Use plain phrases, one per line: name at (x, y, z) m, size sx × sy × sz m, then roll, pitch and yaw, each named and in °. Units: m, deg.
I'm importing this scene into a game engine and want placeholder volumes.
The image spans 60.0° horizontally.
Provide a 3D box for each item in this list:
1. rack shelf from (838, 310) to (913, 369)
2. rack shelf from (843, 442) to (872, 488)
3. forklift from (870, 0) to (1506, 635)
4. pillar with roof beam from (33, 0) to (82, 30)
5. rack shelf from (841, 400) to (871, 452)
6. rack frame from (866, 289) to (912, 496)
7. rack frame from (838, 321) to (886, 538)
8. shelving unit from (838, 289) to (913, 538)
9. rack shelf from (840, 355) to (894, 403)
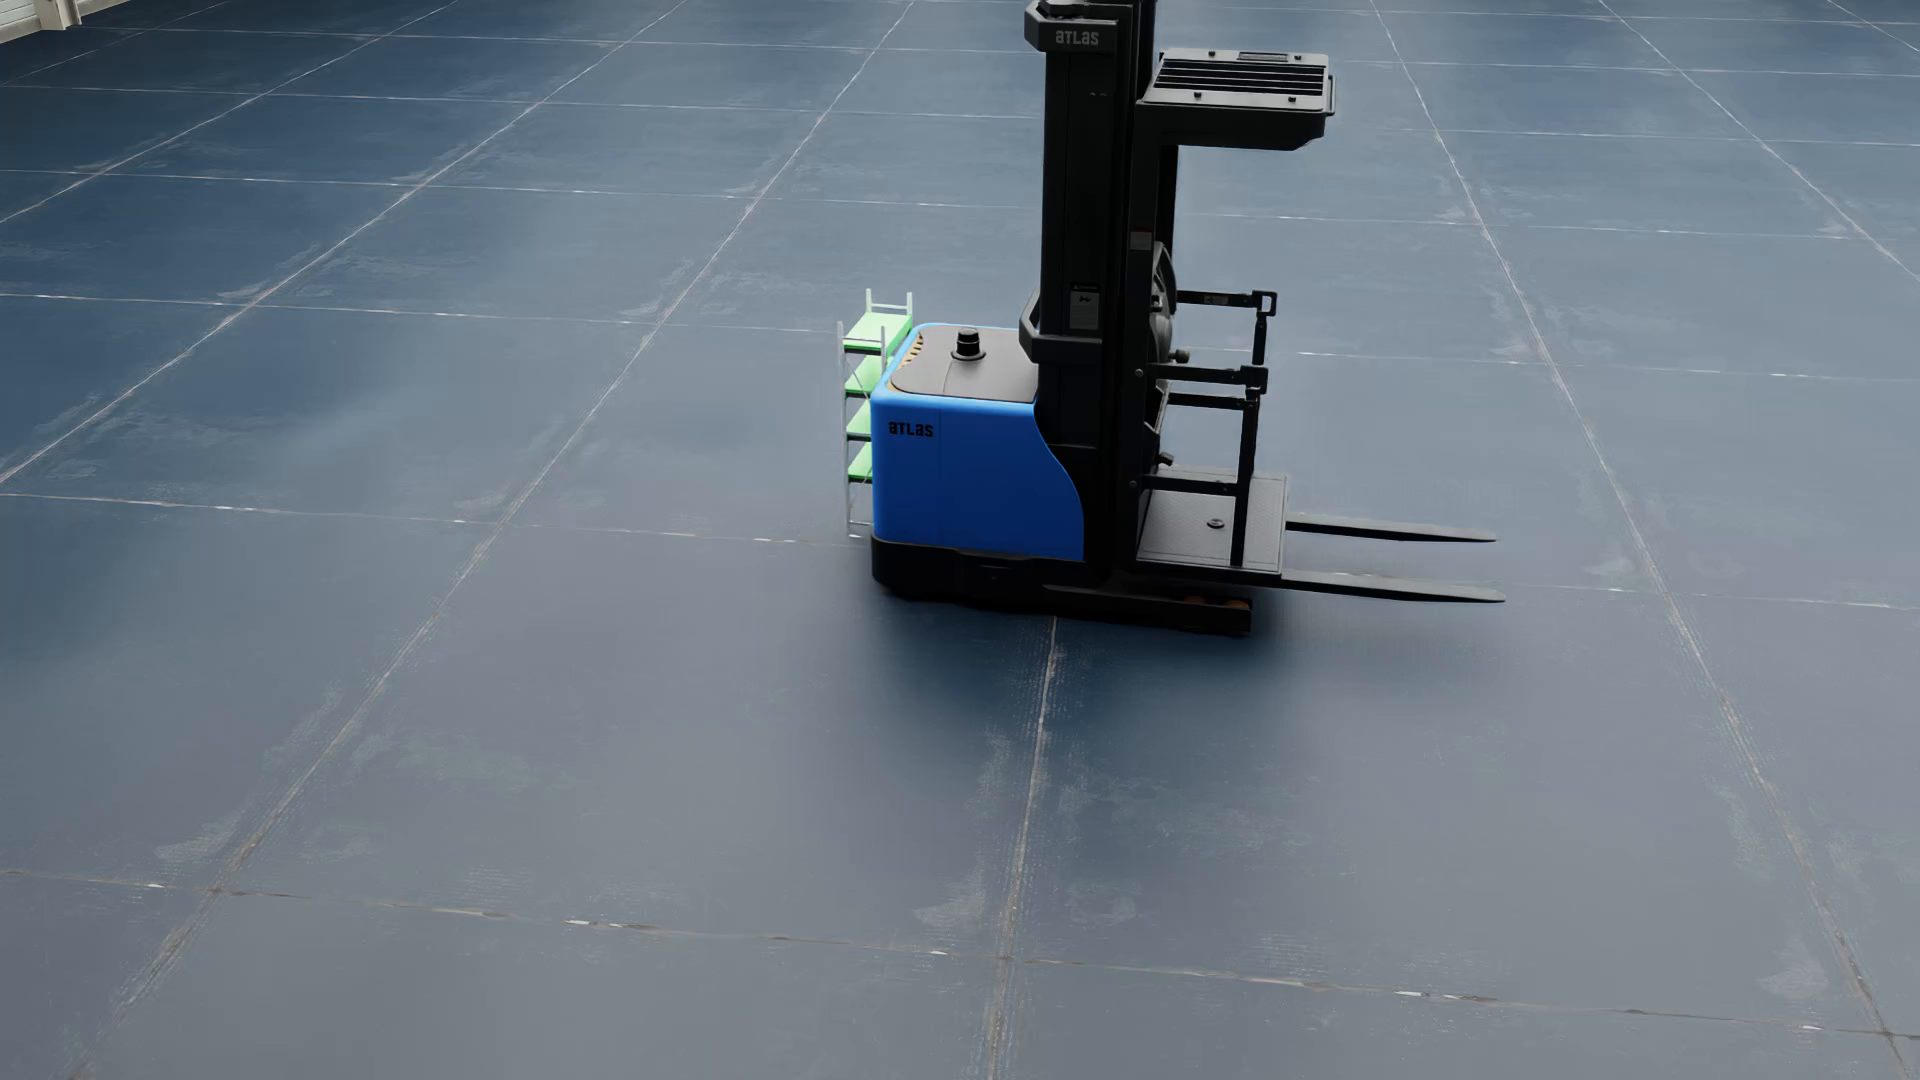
rack shelf at (-0.427, -1.015, 8.492) m, size 0.258 × 0.148 × 0.480 m, roll 7°, pitch 29°, yaw 12°
rack shelf at (-0.426, -0.381, 8.833) m, size 0.258 × 0.148 × 0.480 m, roll 7°, pitch 29°, yaw 12°
forklift at (1.133, -1.112, 7.725) m, size 3.031 × 2.935 × 1.130 m, roll 6°, pitch 29°, yaw 10°
pillar with roof beam at (-6.805, -10.037, 17.893) m, size 9.100 × 9.000 × 0.400 m, roll 3°, pitch 28°, yaw 6°
rack shelf at (-0.426, -0.593, 8.719) m, size 0.258 × 0.148 × 0.480 m, roll 7°, pitch 29°, yaw 12°
rack frame at (-0.368, -0.761, 8.898) m, size 0.240 × 1.200 × 0.015 m, roll 7°, pitch 29°, yaw 12°
rack frame at (-0.484, -0.536, 8.480) m, size 0.240 × 1.200 × 0.015 m, roll 7°, pitch 29°, yaw 12°
shelving unit at (-0.426, -0.649, 8.689) m, size 0.258 × 1.200 × 0.503 m, roll 7°, pitch 29°, yaw 12°
rack shelf at (-0.426, -0.804, 8.605) m, size 0.258 × 0.148 × 0.480 m, roll 7°, pitch 29°, yaw 12°
